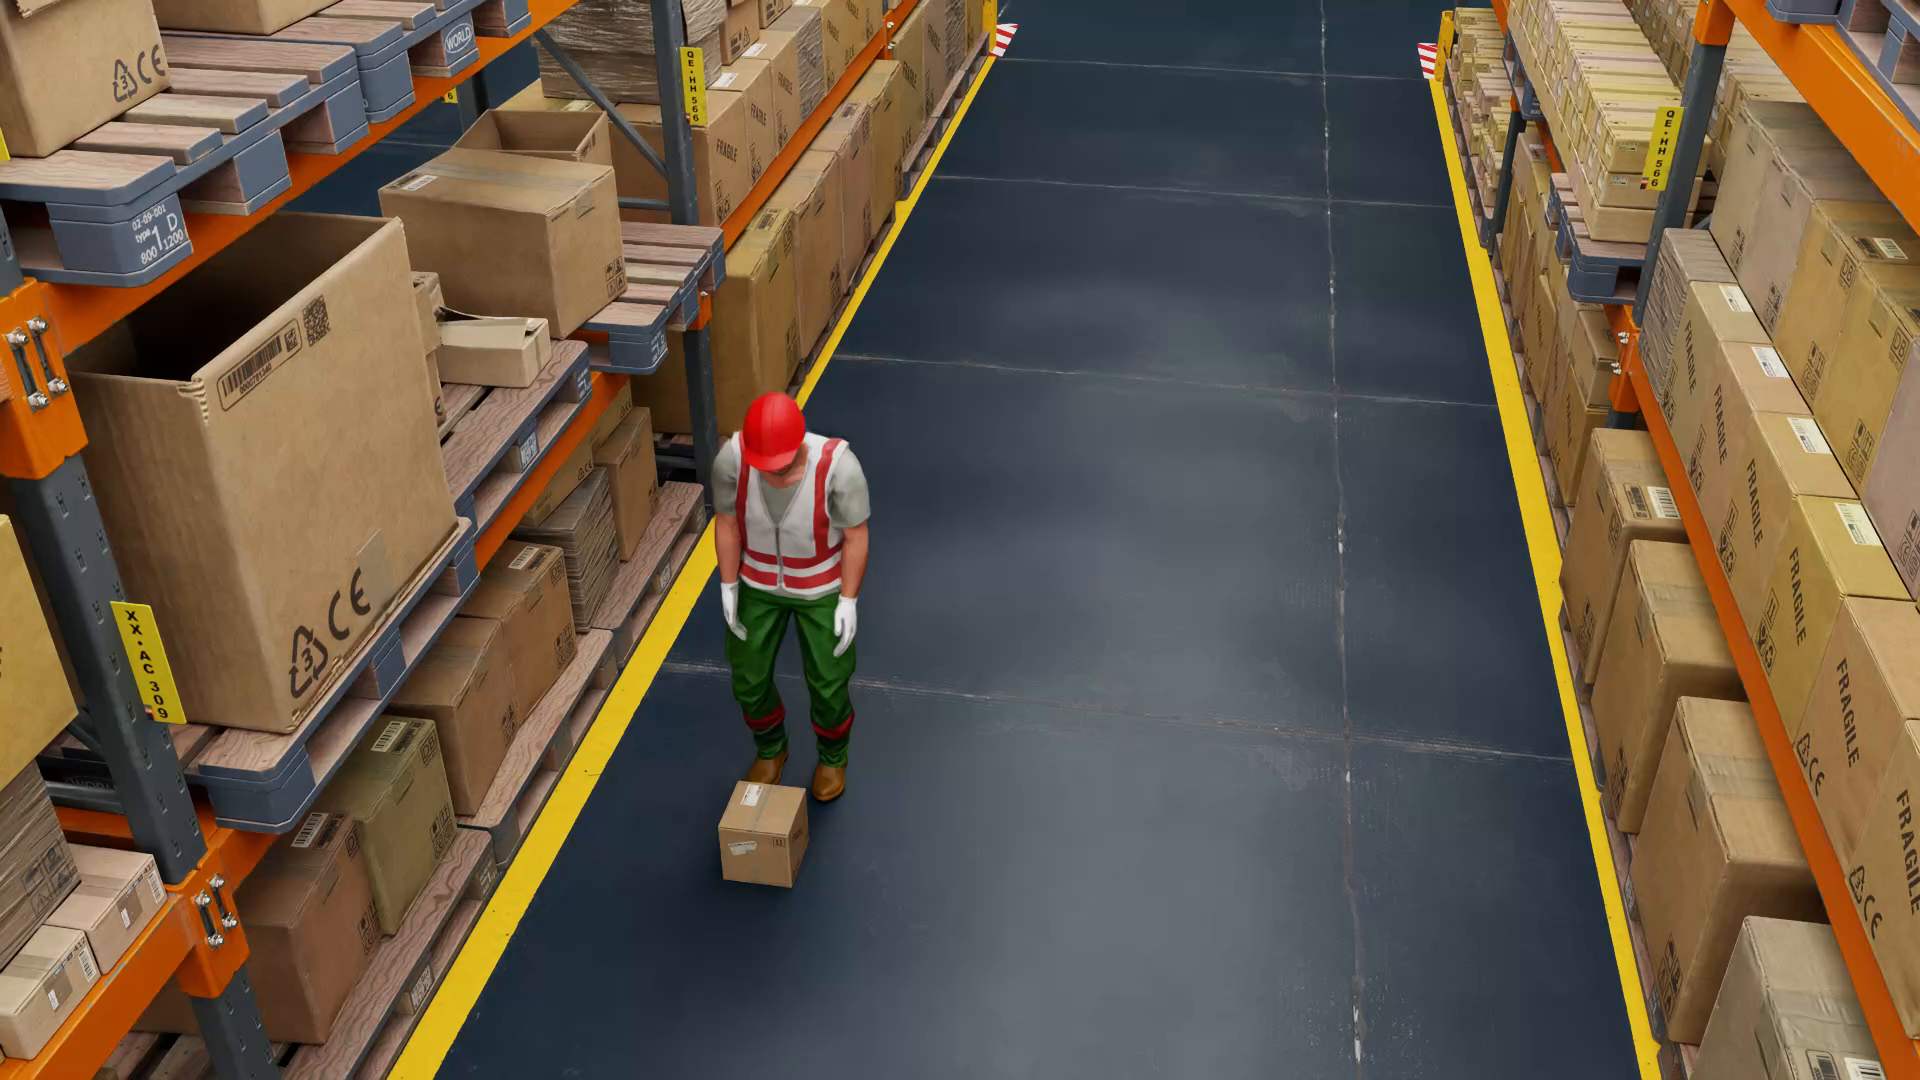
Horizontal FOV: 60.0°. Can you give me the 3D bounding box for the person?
[{"bbox_3d":[-0.586,0.195,5.890,0.554,1.698,0.516,6,33,9],"label":"person"}]
